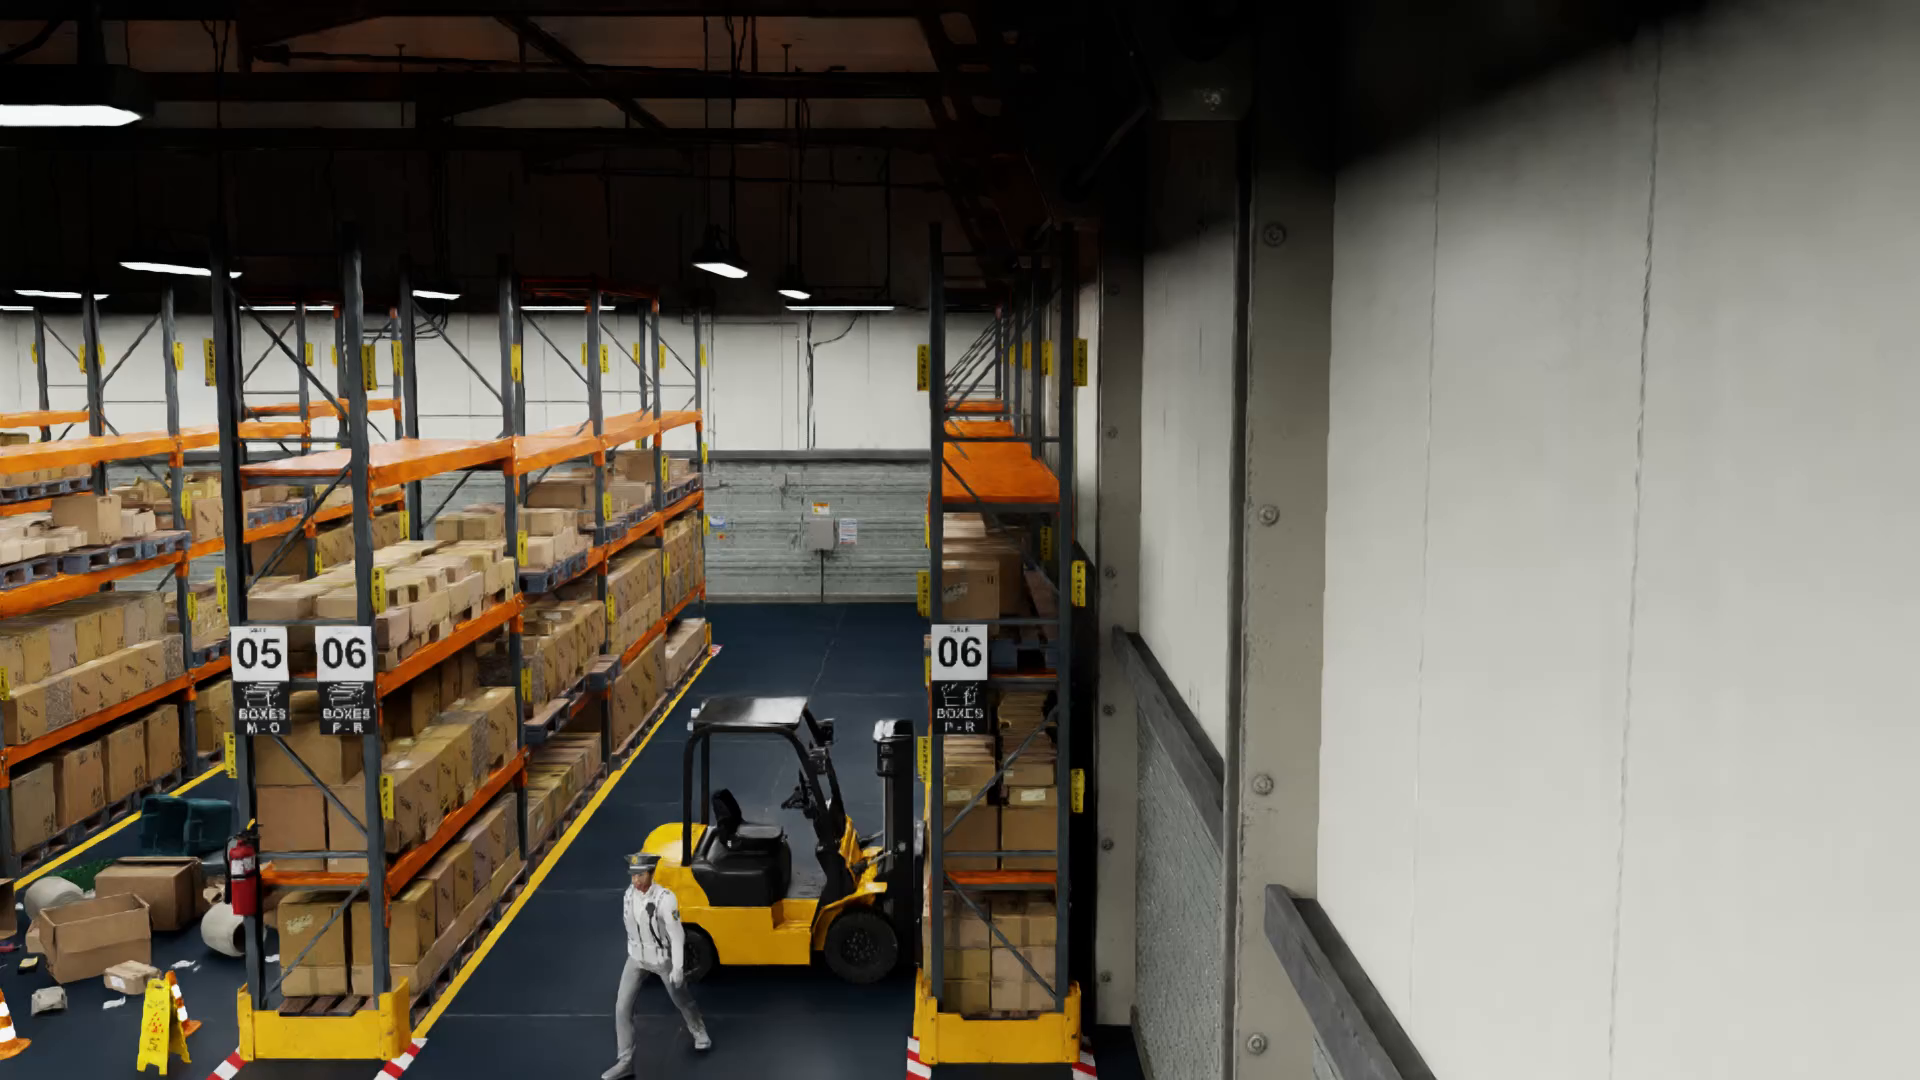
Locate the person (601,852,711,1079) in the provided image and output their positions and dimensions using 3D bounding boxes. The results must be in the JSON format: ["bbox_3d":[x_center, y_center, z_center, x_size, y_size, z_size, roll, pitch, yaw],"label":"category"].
[{"bbox_3d":[-2.168,2.978,11.915,0.521,1.612,0.939,3,7,21],"label":"person"}]
